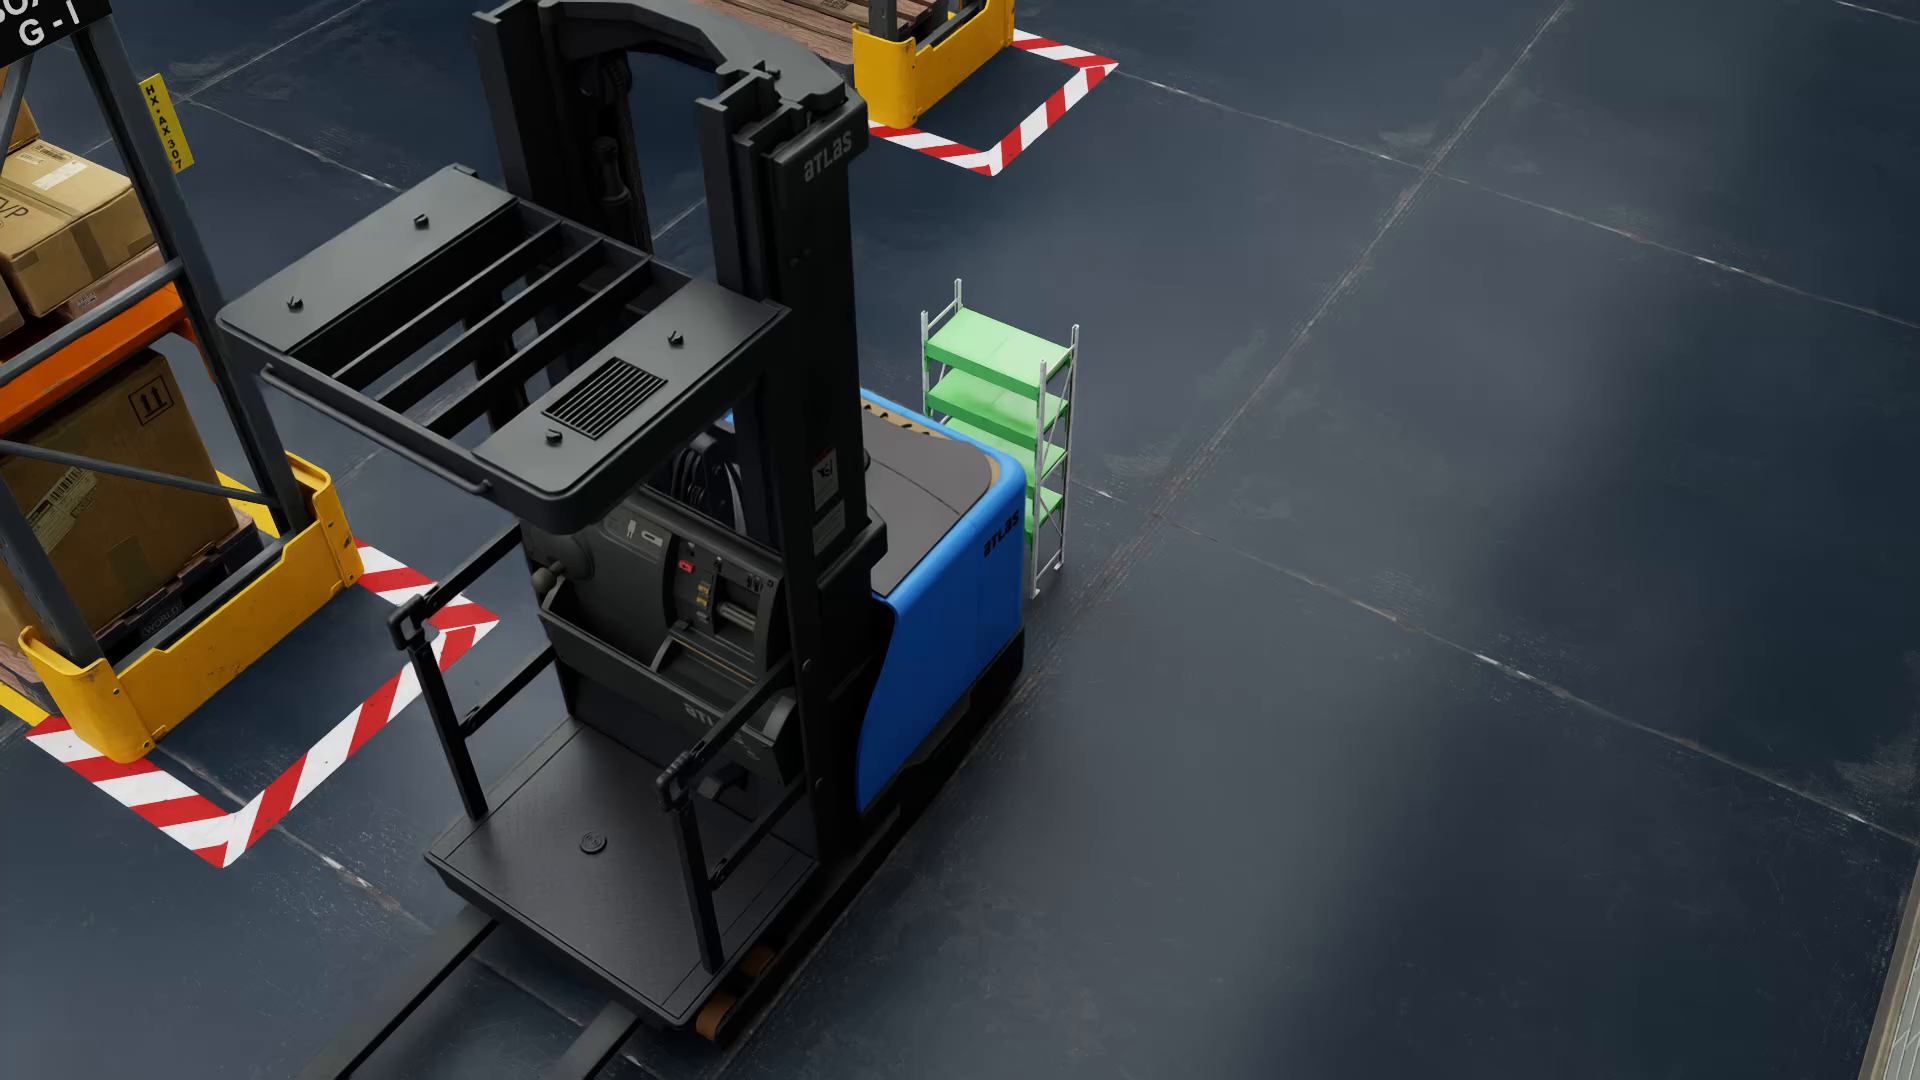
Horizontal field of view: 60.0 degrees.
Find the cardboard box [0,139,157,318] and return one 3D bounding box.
[{"bbox_3d":[-3.087,-1.052,5.578,0.500,0.250,0.500,23,50,21],"label":"cardboard box"}]

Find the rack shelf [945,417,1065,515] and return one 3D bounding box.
[{"bbox_3d":[0.139,-0.310,6.303,0.480,0.148,0.258,25,51,22],"label":"rack shelf"}]

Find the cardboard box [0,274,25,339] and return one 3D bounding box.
[{"bbox_3d":[-3.380,-0.731,5.266,0.500,0.250,0.500,24,50,22],"label":"cardboard box"}]

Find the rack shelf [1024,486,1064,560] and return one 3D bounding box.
[{"bbox_3d":[0.139,-0.142,6.475,0.480,0.148,0.258,25,51,22],"label":"rack shelf"}]

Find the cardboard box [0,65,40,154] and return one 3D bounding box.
[{"bbox_3d":[-3.508,-1.507,5.497,0.500,0.500,0.500,24,50,21],"label":"cardboard box"}]

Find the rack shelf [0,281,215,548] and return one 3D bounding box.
[{"bbox_3d":[-4.512,-1.176,6.303,4.000,0.370,1.077,25,51,22],"label":"rack shelf"}]

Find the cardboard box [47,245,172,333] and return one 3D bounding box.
[{"bbox_3d":[-2.950,-0.901,5.709,0.250,0.149,0.380,25,51,23],"label":"cardboard box"}]

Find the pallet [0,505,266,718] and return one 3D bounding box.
[{"bbox_3d":[-3.544,0.057,6.547,1.213,0.211,1.003,25,51,22],"label":"pallet"}]

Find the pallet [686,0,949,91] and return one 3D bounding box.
[{"bbox_3d":[-0.828,-3.013,9.531,1.213,0.211,1.003,25,51,22],"label":"pallet"}]

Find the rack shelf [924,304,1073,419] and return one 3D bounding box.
[{"bbox_3d":[0.139,-0.644,5.959,0.480,0.148,0.258,25,51,22],"label":"rack shelf"}]

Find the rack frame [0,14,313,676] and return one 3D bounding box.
[{"bbox_3d":[-2.829,-0.652,5.292,0.127,3.000,1.000,25,51,22],"label":"rack frame"}]

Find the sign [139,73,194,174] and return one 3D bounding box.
[{"bbox_3d":[-2.524,-1.314,5.277,0.005,0.325,0.100,25,51,22],"label":"sign"}]

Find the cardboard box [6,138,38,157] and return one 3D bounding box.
[{"bbox_3d":[-3.528,-1.250,5.770,0.500,0.250,0.500,24,51,22],"label":"cardboard box"}]

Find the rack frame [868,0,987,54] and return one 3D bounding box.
[{"bbox_3d":[-0.155,-3.642,8.198,0.127,3.000,1.000,25,51,22],"label":"rack frame"}]

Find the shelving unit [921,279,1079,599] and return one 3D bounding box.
[{"bbox_3d":[0.139,-0.354,6.257,0.503,1.200,0.258,25,51,22],"label":"shelving unit"}]

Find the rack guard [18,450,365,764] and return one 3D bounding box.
[{"bbox_3d":[-2.809,0.228,6.180,0.348,0.500,1.175,25,51,22],"label":"rack guard"}]

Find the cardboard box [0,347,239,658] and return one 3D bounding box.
[{"bbox_3d":[-3.411,-0.258,6.097,0.875,0.875,0.875,25,51,22],"label":"cardboard box"}]

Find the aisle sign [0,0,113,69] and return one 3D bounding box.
[{"bbox_3d":[-2.606,-1.711,4.509,0.004,0.787,0.394,25,51,22],"label":"aisle sign"}]

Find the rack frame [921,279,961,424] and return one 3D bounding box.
[{"bbox_3d":[-0.066,-0.449,6.349,0.015,1.200,0.240,25,51,22],"label":"rack frame"}]

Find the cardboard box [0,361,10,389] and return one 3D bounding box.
[{"bbox_3d":[-3.307,-0.504,5.323,0.250,0.149,0.380,26,51,23],"label":"cardboard box"}]

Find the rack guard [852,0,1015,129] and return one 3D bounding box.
[{"bbox_3d":[-0.128,-2.770,9.093,0.348,0.500,1.175,25,51,22],"label":"rack guard"}]

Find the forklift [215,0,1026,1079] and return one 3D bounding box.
[{"bbox_3d":[-1.003,0.155,4.555,1.130,2.935,3.031,26,51,23],"label":"forklift"}]

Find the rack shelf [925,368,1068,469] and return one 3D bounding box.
[{"bbox_3d":[0.139,-0.477,6.131,0.480,0.148,0.258,25,51,22],"label":"rack shelf"}]

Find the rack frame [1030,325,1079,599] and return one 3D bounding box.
[{"bbox_3d":[0.345,-0.260,6.166,0.015,1.200,0.240,25,51,22],"label":"rack frame"}]
